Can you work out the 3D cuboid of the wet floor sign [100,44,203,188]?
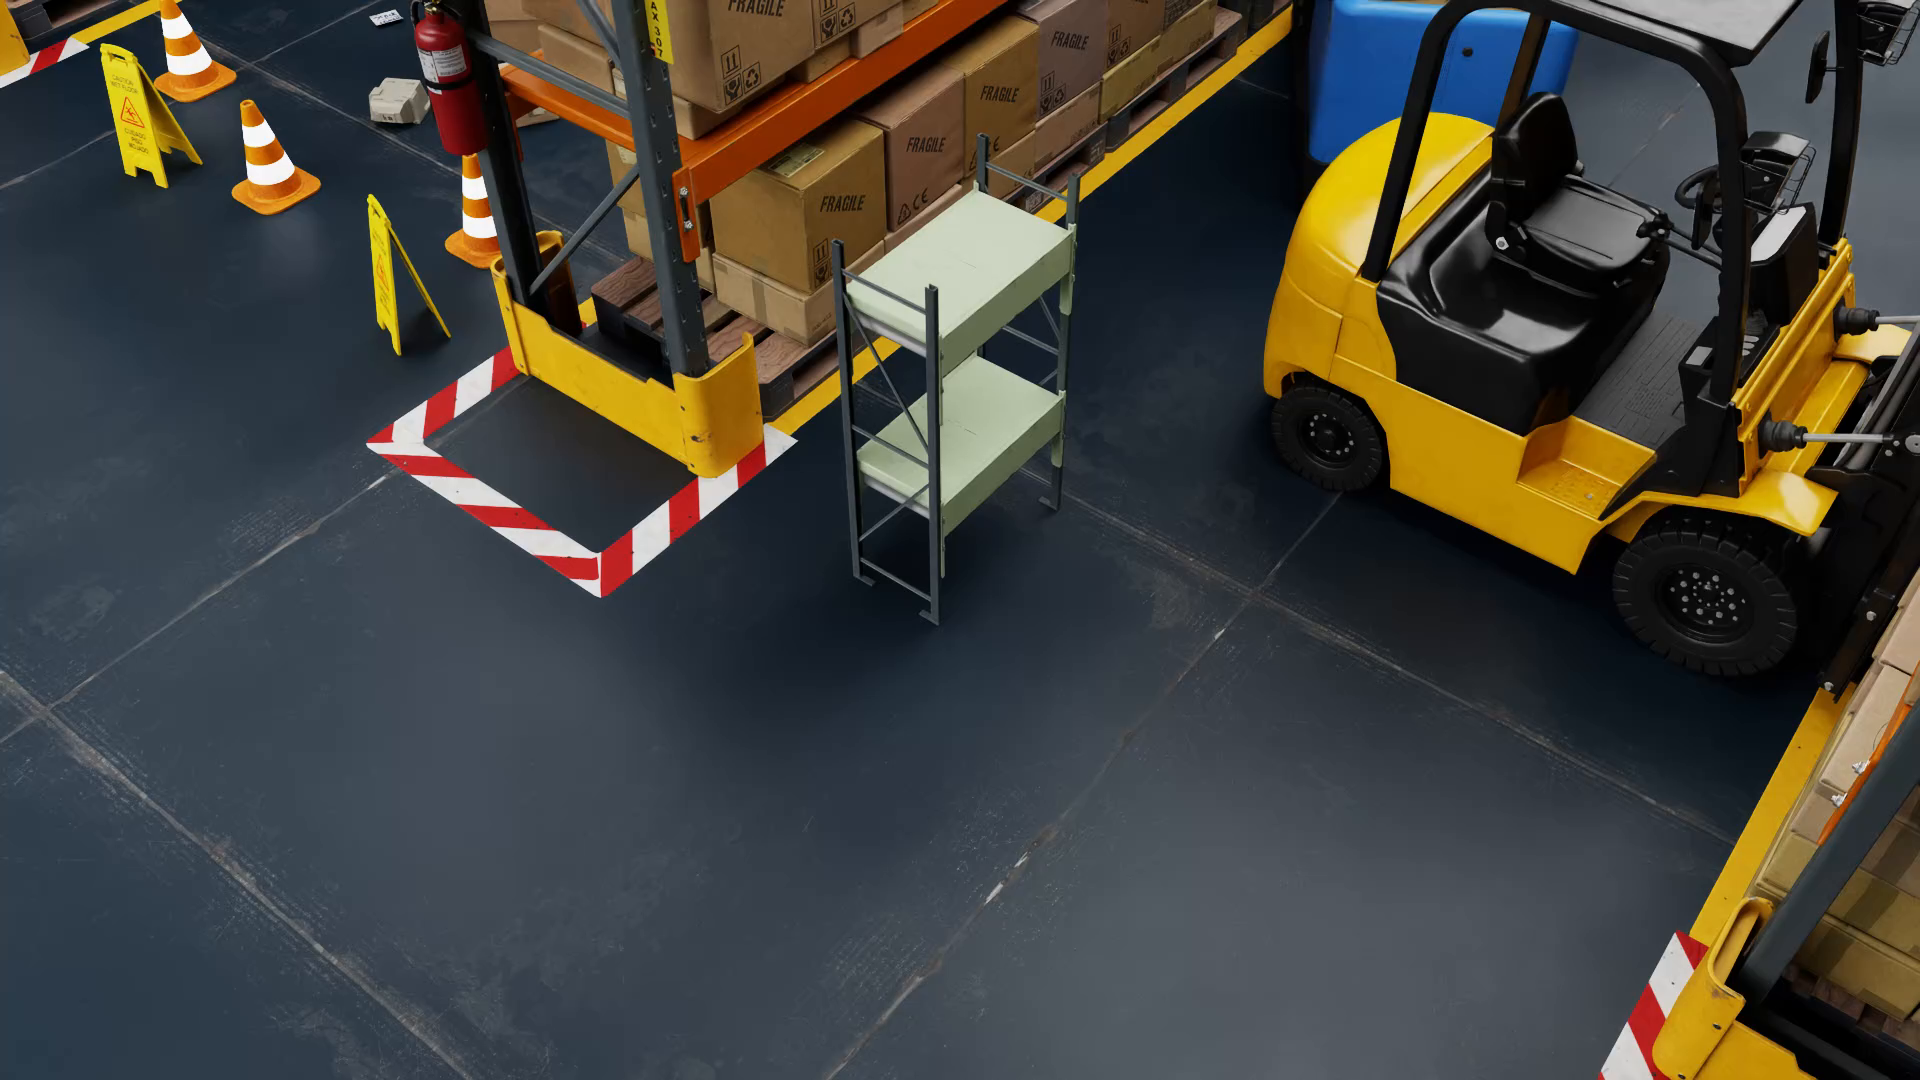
[{"bbox_3d":[-3.799,-1.996,7.710,0.267,0.644,0.232,21,50,19],"label":"wet floor sign"}]

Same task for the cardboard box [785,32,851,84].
[{"bbox_3d":[-0.628,-1.853,6.120,0.380,0.149,0.250,28,52,24],"label":"cardboard box"}]

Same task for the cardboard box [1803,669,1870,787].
[{"bbox_3d":[2.910,0.738,5.082,0.500,0.250,0.500,29,53,25],"label":"cardboard box"}]

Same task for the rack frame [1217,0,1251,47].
[{"bbox_3d":[1.077,-3.859,7.862,1.000,3.000,0.127,29,53,25],"label":"rack frame"}]

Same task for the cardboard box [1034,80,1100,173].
[{"bbox_3d":[0.296,-1.999,7.697,0.500,0.250,0.500,30,53,26],"label":"cardboard box"}]

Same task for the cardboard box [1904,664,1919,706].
[{"bbox_3d":[2.654,0.190,3.925,0.500,0.500,0.500,28,52,24],"label":"cardboard box"}]

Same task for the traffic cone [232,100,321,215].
[{"bbox_3d":[-3.213,-1.807,7.656,0.336,0.463,0.334,29,53,25],"label":"traffic cone"}]

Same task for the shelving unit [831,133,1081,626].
[{"bbox_3d":[-0.004,-0.514,5.704,0.431,1.500,0.755,29,53,25],"label":"shelving unit"}]

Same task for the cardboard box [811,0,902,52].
[{"bbox_3d":[-0.546,-2.154,5.958,0.500,0.500,0.500,31,54,26],"label":"cardboard box"}]

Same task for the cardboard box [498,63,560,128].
[{"bbox_3d":[-2.167,-2.228,8.276,0.250,0.149,0.380,-17,49,-15],"label":"cardboard box"}]

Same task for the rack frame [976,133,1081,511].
[{"bbox_3d":[0.220,-0.724,5.904,0.400,1.500,0.023,29,53,25],"label":"rack frame"}]

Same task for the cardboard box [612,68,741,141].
[{"bbox_3d":[-0.997,-1.586,5.865,0.380,0.149,0.250,29,53,25],"label":"cardboard box"}]

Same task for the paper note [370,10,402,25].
[{"bbox_3d":[-3.071,-2.798,8.903,0.142,0.017,0.144,-25,51,-22],"label":"paper note"}]

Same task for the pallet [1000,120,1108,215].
[{"bbox_3d":[-0.052,-1.795,7.819,1.003,0.211,1.213,29,53,25],"label":"pallet"}]

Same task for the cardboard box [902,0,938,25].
[{"bbox_3d":[-0.305,-2.141,6.394,0.380,0.149,0.250,31,54,26],"label":"cardboard box"}]

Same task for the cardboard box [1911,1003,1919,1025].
[{"bbox_3d":[3.016,1.232,4.610,0.500,0.250,0.500,29,53,25],"label":"cardboard box"}]

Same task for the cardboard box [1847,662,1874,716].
[{"bbox_3d":[2.927,0.555,4.911,0.500,0.250,0.500,29,53,25],"label":"cardboard box"}]

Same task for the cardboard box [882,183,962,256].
[{"bbox_3d":[-0.339,-1.394,7.118,0.500,0.250,0.500,31,54,26],"label":"cardboard box"}]

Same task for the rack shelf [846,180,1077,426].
[{"bbox_3d":[-0.004,-0.784,5.422,0.431,0.370,0.720,29,53,25],"label":"rack shelf"}]

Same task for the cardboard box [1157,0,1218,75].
[{"bbox_3d":[0.928,-2.597,8.268,0.500,0.250,0.500,32,54,27],"label":"cardboard box"}]

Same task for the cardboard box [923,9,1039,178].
[{"bbox_3d":[-0.014,-1.962,7.143,0.500,0.500,0.500,30,53,26],"label":"cardboard box"}]

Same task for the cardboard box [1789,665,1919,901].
[{"bbox_3d":[2.596,0.680,4.446,0.500,0.250,0.500,31,54,26],"label":"cardboard box"}]

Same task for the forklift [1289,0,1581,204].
[{"bbox_3d":[2.278,-3.509,7.575,1.130,2.935,3.031,6,47,6],"label":"forklift"}]

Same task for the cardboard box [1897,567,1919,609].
[{"bbox_3d":[3.204,0.092,5.007,0.500,0.250,0.500,30,53,25],"label":"cardboard box"}]

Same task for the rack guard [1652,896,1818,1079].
[{"bbox_3d":[2.547,1.499,4.472,1.175,0.500,0.348,29,53,25],"label":"rack guard"}]

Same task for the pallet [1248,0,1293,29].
[{"bbox_3d":[1.551,-3.342,9.297,1.003,0.211,1.213,29,53,25],"label":"pallet"}]

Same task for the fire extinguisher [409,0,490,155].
[{"bbox_3d":[-1.804,-1.682,5.836,0.296,0.674,0.183,29,53,25],"label":"fire extinguisher"}]

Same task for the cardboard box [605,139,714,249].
[{"bbox_3d":[-1.086,-1.598,6.795,0.500,0.500,0.500,30,53,25],"label":"cardboard box"}]

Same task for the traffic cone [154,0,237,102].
[{"bbox_3d":[-3.899,-2.501,8.319,0.336,0.463,0.334,29,53,25],"label":"traffic cone"}]

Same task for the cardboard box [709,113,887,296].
[{"bbox_3d":[-0.643,-1.378,6.584,0.500,0.500,0.500,28,52,24],"label":"cardboard box"}]

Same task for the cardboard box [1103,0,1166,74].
[{"bbox_3d":[0.618,-2.565,7.718,0.500,0.500,0.500,30,53,26],"label":"cardboard box"}]

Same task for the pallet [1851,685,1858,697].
[{"bbox_3d":[3.742,0.434,5.689,1.003,0.211,1.213,29,53,25],"label":"pallet"}]

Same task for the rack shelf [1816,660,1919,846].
[{"bbox_3d":[3.784,-0.274,4.935,1.077,0.370,4.000,29,53,25],"label":"rack shelf"}]

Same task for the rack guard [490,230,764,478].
[{"bbox_3d":[-1.323,-0.750,6.621,1.175,0.500,0.348,29,53,25],"label":"rack guard"}]
